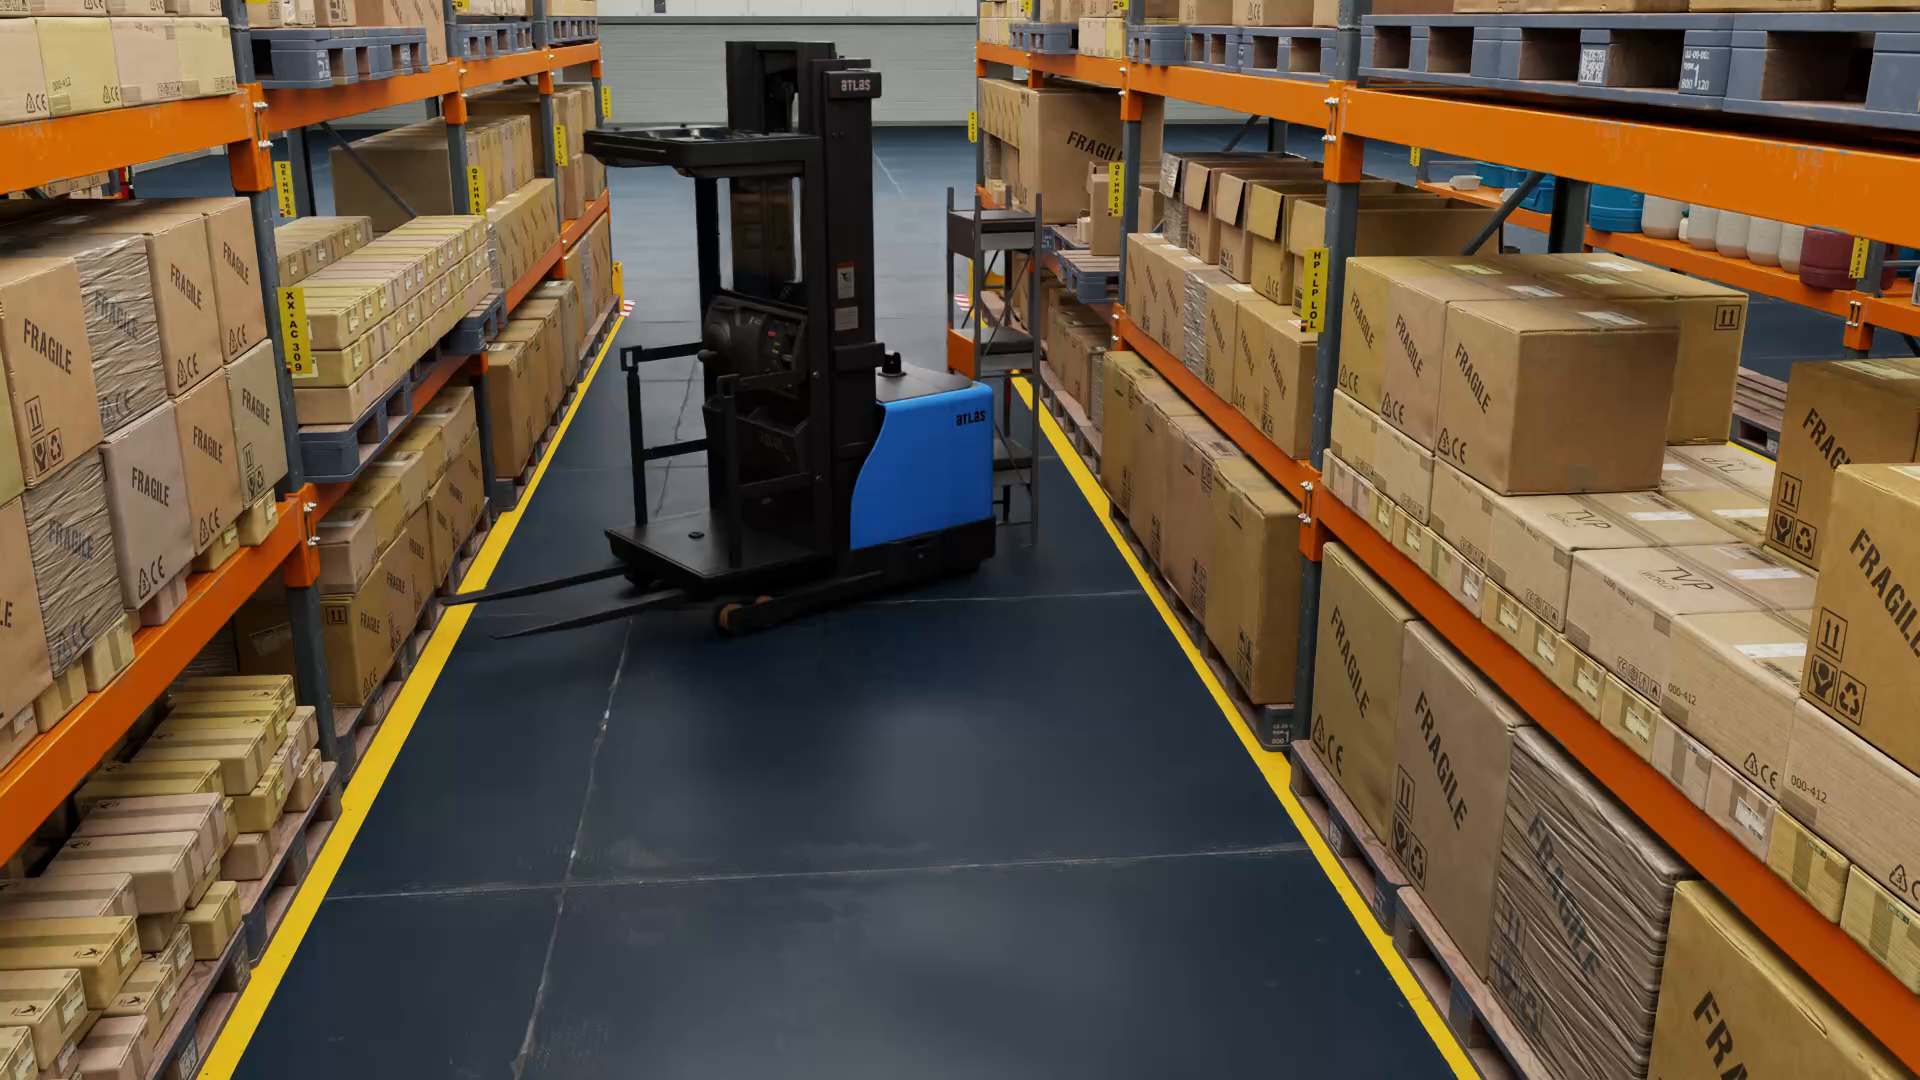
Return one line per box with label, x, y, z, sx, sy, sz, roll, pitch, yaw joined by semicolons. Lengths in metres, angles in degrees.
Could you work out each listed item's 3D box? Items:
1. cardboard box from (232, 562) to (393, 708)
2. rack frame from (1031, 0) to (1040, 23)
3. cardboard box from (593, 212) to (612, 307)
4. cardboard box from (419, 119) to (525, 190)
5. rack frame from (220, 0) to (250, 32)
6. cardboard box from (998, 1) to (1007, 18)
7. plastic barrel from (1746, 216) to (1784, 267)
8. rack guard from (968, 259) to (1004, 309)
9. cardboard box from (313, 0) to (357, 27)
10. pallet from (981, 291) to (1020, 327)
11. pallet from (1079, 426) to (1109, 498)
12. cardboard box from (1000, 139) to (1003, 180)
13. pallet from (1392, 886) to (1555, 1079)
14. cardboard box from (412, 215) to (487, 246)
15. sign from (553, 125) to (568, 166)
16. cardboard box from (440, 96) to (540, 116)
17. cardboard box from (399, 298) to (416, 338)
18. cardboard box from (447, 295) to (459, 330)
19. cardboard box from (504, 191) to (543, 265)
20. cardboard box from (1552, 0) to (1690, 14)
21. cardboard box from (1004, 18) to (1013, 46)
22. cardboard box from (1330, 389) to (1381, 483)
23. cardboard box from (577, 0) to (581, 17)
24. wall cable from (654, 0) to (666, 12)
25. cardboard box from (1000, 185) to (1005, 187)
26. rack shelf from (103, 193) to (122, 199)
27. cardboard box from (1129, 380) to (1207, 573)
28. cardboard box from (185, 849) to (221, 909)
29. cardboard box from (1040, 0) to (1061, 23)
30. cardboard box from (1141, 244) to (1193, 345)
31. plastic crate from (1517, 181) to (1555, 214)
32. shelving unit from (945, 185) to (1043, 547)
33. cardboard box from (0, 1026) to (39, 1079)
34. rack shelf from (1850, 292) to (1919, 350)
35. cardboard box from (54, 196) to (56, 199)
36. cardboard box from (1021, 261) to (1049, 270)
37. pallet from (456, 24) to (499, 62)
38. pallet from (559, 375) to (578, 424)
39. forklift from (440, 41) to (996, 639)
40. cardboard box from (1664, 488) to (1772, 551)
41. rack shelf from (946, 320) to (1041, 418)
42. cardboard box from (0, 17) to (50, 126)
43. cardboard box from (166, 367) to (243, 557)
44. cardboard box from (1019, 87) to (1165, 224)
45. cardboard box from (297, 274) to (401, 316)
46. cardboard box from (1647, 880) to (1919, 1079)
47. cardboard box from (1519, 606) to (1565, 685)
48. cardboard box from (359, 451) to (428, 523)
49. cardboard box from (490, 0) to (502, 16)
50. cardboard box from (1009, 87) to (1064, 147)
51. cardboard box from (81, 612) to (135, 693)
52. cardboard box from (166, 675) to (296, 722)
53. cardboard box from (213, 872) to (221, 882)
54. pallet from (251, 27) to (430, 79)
cardboard box;-2.839;0.415;7.321;0.500;0.500;0.500;-1;17;-3
rack frame;1.092;-5.718;13.368;1.000;3.000;0.127;-2;18;-6
cardboard box;-4.129;-2.911;17.288;0.875;0.875;0.875;-2;18;-5
cardboard box;-3.740;-2.957;12.751;0.700;0.500;0.500;-2;18;-7
rack frame;-3.027;-3.212;5.383;1.000;3.000;0.127;-2;18;-6
cardboard box;0.578;-5.120;16.054;0.380;0.149;0.250;-3;18;-8
plastic barrel;6.069;-2.296;12.296;0.421;0.512;0.421;0;17;0
rack guard;0.687;-2.832;18.364;1.175;0.500;0.348;-2;18;-6
cardboard box;-3.056;-2.494;7.233;0.797;0.503;0.637;-2;18;-6
pallet;0.736;-2.451;17.633;1.003;0.211;1.213;-2;18;-6
pallet;1.425;-0.567;11.630;1.003;0.211;1.213;-2;18;-6
cardboard box;0.880;-3.927;17.015;0.875;0.500;0.500;-2;18;-6
pallet;2.047;1.451;5.202;1.003;0.211;1.213;-2;18;-6
cardboard box;-2.933;-1.774;9.544;0.380;0.149;0.250;-2;18;-8
sign;-3.313;-3.267;13.775;0.100;0.325;0.005;-2;18;-6
cardboard box;-4.028;-3.591;14.554;0.875;0.550;0.550;-2;18;-6
cardboard box;-2.723;-1.015;7.624;0.380;0.149;0.250;-1;17;-3
cardboard box;-2.829;-1.184;8.658;0.380;0.149;0.250;-3;18;-8
cardboard box;-3.428;-2.332;12.431;0.500;0.500;0.500;-2;17;-5
cardboard box;2.021;-1.648;4.374;0.700;0.500;0.500;-1;17;-3
cardboard box;0.684;-4.651;15.226;0.500;0.250;0.500;-2;18;-6
cardboard box;1.705;-0.395;6.180;0.500;0.250;0.500;-2;18;-7
cardboard box;-3.736;-4.941;15.451;0.380;0.149;0.250;-2;17;-5
wall cable;-7.578;-17.982;46.752;2.305;6.003;0.169;-2;18;-6
cardboard box;0.607;-3.463;16.620;0.380;0.149;0.250;-2;18;-6
rack shelf;-8.971;-2.802;15.297;1.077;0.370;4.000;-2;18;-6
cardboard box;1.639;-0.379;9.222;1.225;0.875;0.875;-2;18;-5
cardboard box;-2.619;1.065;5.338;0.380;0.149;0.250;-1;17;-4
cardboard box;1.042;-4.394;13.283;0.797;0.503;0.637;-3;18;-8
cardboard box;1.340;-1.405;9.478;0.500;0.500;0.500;-2;18;-7
plastic crate;5.634;-3.259;15.799;0.499;0.251;0.616;-2;18;-6
shelving unit;0.195;-1.019;9.918;0.431;2.100;0.503;-6;18;-18
cardboard box;-2.485;1.323;4.020;0.380;0.149;0.250;-3;18;-8
rack shelf;6.637;-0.878;9.167;1.077;0.370;4.000;-2;18;-6
cardboard box;-8.841;-3.211;15.818;0.380;0.149;0.250;-2;17;-5
cardboard box;0.869;-2.505;16.620;0.500;0.500;0.500;0;17;0
pallet;-3.559;-3.072;10.263;1.213;0.211;1.003;-1;17;-3
pallet;-3.697;-1.175;13.567;1.003;0.211;1.213;-2;18;-6
forklift;-1.256;-1.080;8.725;3.031;2.935;1.130;-14;22;-37
cardboard box;2.381;0.038;4.803;0.500;0.250;0.500;-2;18;-7
rack shelf;0.195;-1.006;9.922;0.431;0.518;0.480;-6;18;-18
cardboard box;-2.565;-1.123;3.989;0.500;0.250;0.500;-2;18;-6
cardboard box;-2.643;-0.249;5.298;0.500;0.500;0.500;-2;18;-7
cardboard box;1.035;-3.101;13.346;1.000;1.000;1.000;-2;18;-5
cardboard box;-2.692;-1.079;7.331;0.380;0.149;0.250;-2;18;-6
cardboard box;2.184;1.344;3.733;0.875;0.875;0.875;-2;18;-6
cardboard box;1.808;0.288;4.672;0.380;0.149;0.250;-1;17;-5
cardboard box;-2.946;-0.254;8.198;0.500;0.250;0.500;-1;17;-4
cardboard box;-3.400;-3.702;11.235;0.500;0.311;0.500;-2;18;-7
cardboard box;0.719;-3.797;14.931;0.500;0.500;0.500;-2;18;-6
cardboard box;-2.532;0.312;4.595;0.380;0.149;0.250;-1;17;-5
cardboard box;-2.731;0.625;6.245;0.380;0.149;0.250;-1;17;-4
cardboard box;-2.706;1.156;5.546;0.380;0.149;0.250;-2;18;-7
pallet;-3.095;-2.187;7.441;1.213;0.211;1.003;-2;18;-6
